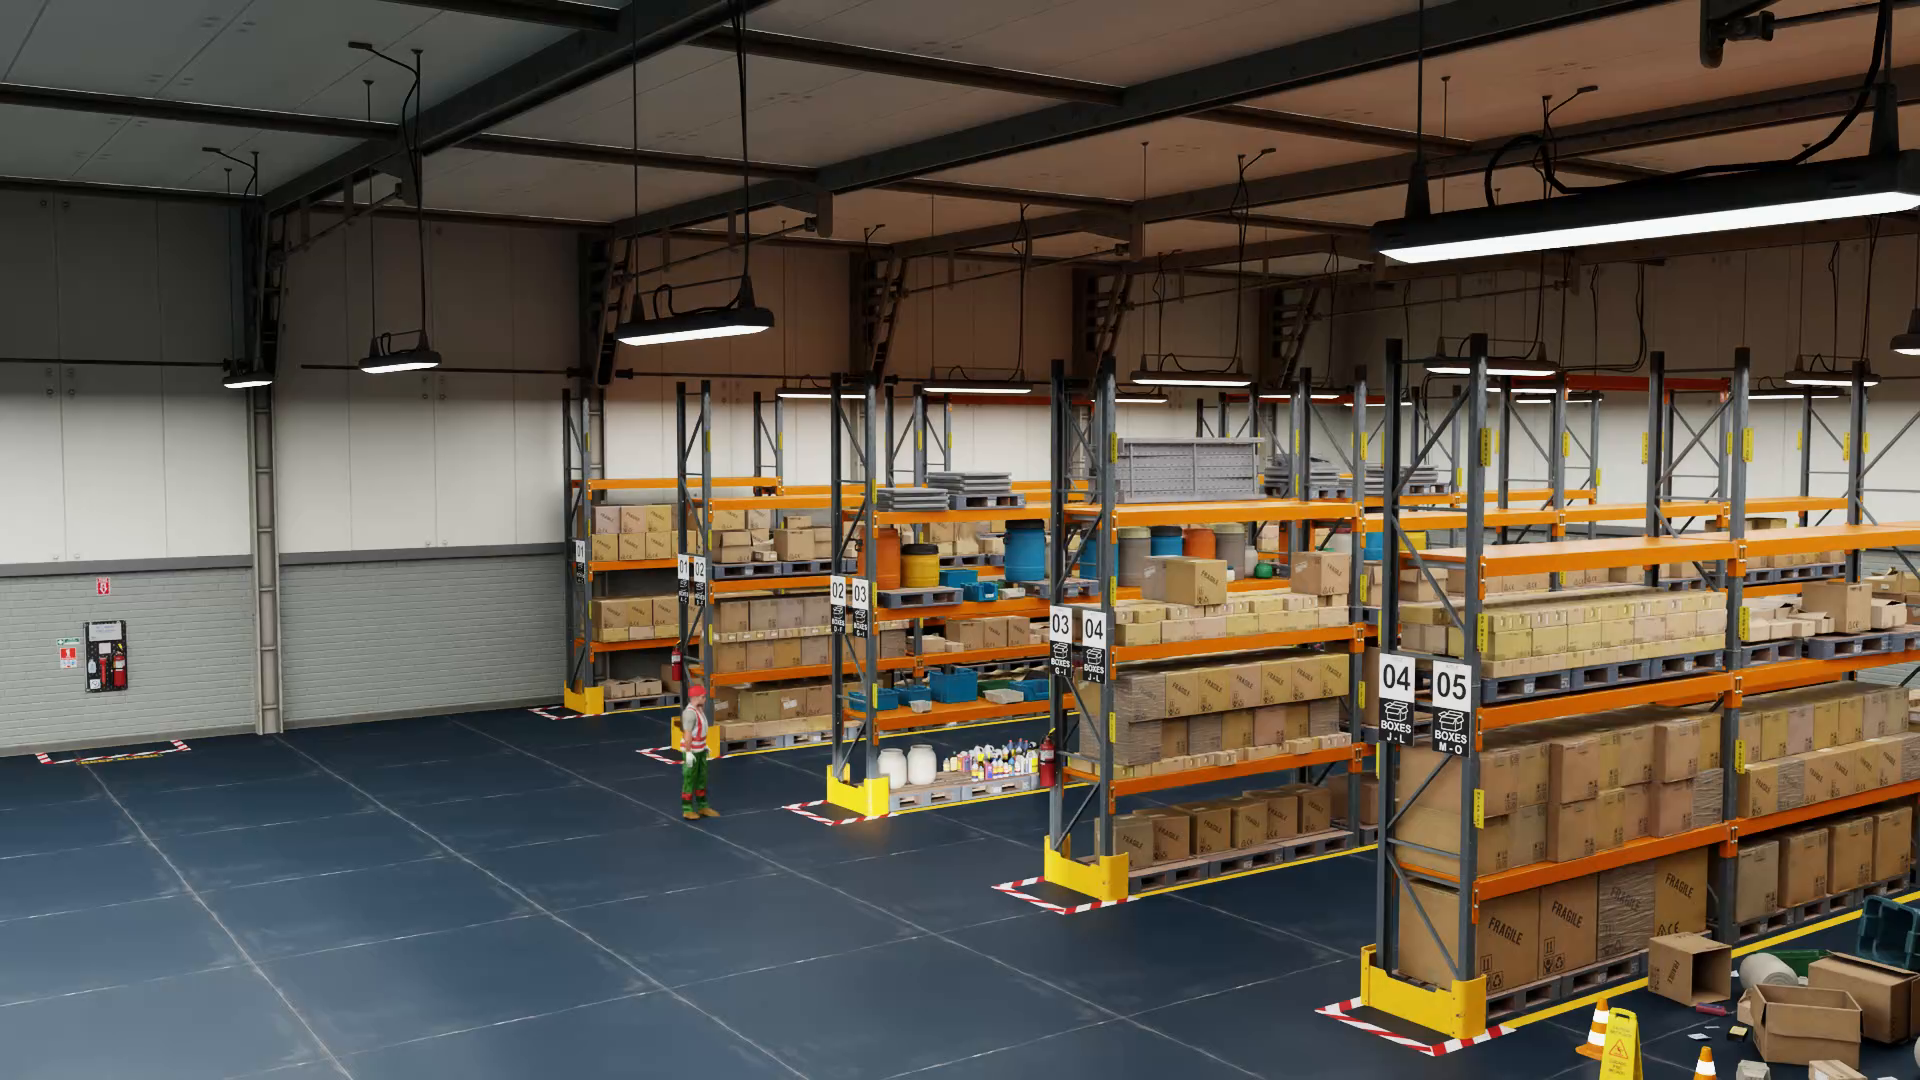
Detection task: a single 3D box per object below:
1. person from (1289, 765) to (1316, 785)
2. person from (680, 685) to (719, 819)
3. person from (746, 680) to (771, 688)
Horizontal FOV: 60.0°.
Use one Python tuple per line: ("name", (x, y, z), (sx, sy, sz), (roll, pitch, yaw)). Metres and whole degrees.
("person", (4.811, 2.861, 23.658), (0.550, 1.585, 0.442), (1, 4, 13))
("person", (-3.517, 2.838, 22.267), (0.452, 1.798, 0.577), (1, 4, 11))
("person", (-3.710, 2.324, 30.767), (0.680, 1.825, 0.477), (-3, 5, -36))
